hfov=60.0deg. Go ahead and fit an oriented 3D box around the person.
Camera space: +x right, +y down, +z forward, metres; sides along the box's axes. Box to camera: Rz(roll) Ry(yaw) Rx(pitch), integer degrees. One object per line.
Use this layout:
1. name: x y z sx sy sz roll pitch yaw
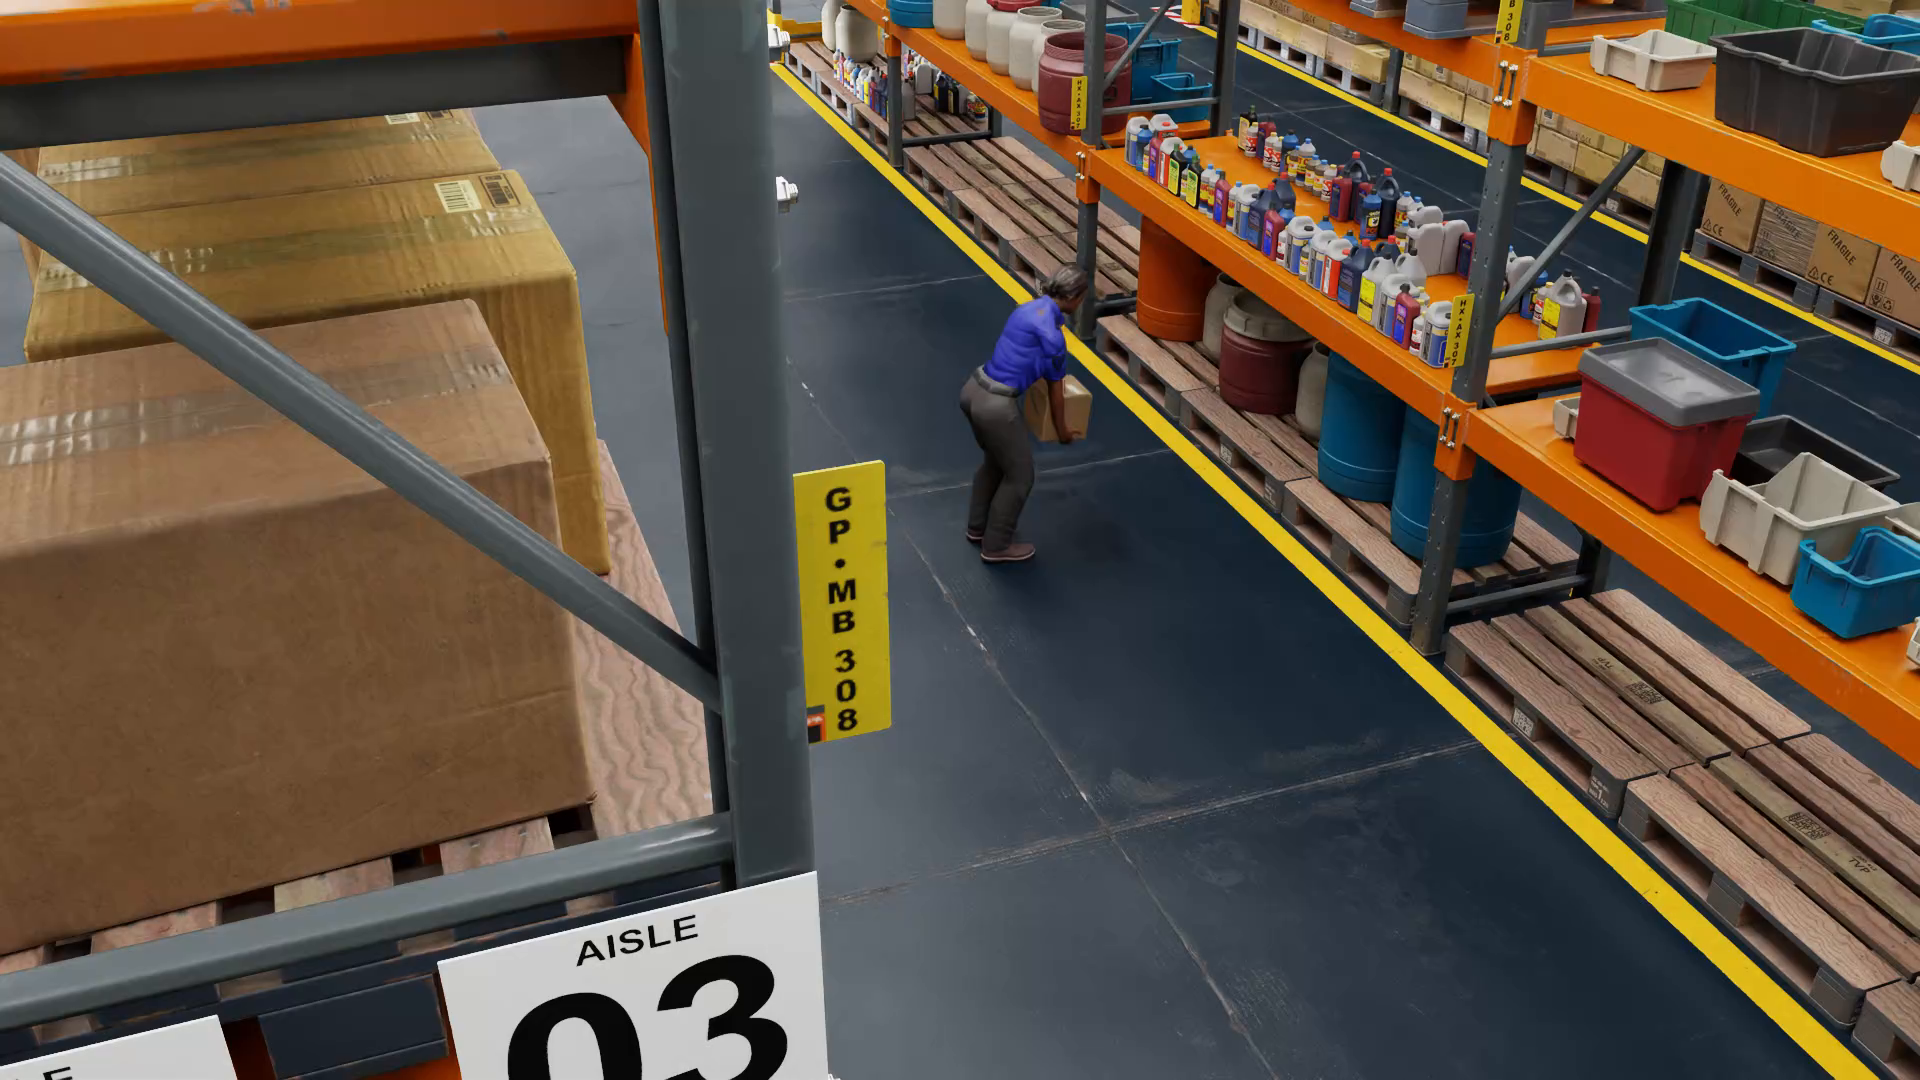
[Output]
1. person: 0.330 -0.639 8.405 0.656 1.502 0.409 -11 32 -18
